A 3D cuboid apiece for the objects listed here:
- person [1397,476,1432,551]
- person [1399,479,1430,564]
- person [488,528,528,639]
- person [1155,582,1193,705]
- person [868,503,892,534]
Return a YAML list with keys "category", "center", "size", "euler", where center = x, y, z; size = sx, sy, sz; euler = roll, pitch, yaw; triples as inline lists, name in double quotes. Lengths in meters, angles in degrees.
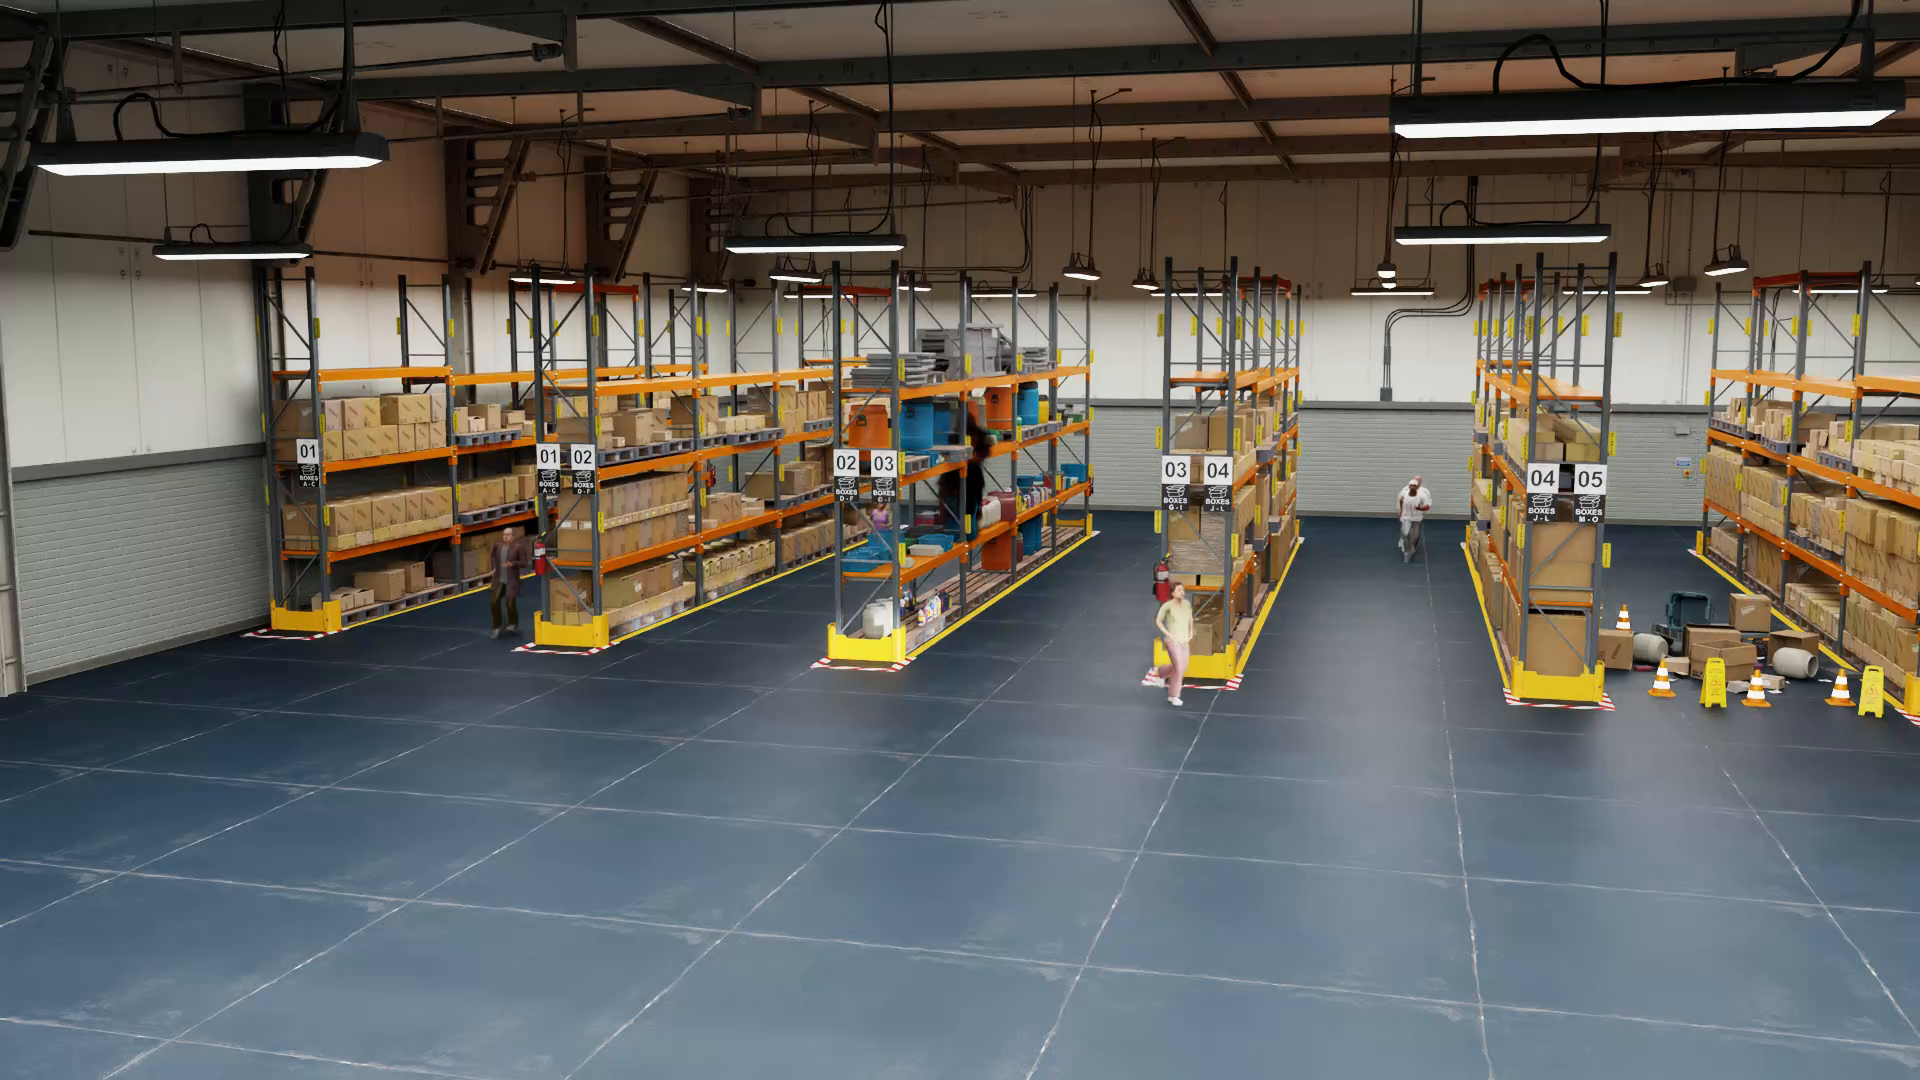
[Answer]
- category: "person"
  center: [10.232, -0.600, 37.485]
  size: [0.756, 1.711, 0.580]
  euler: [2, 8, 18]
- category: "person"
  center: [9.822, -0.410, 35.979]
  size: [0.643, 1.830, 1.006]
  euler: [2, 8, 16]
- category: "person"
  center: [-7.386, 0.711, 27.158]
  size: [0.706, 1.836, 0.808]
  euler: [1, 7, 6]
- category: "person"
  center: [2.868, 1.362, 22.443]
  size: [0.595, 1.656, 0.639]
  euler: [-4, 8, -28]
- category: "person"
  center: [-1.600, -0.038, 33.412]
  size: [0.534, 1.575, 0.889]
  euler: [0, 7, 2]
